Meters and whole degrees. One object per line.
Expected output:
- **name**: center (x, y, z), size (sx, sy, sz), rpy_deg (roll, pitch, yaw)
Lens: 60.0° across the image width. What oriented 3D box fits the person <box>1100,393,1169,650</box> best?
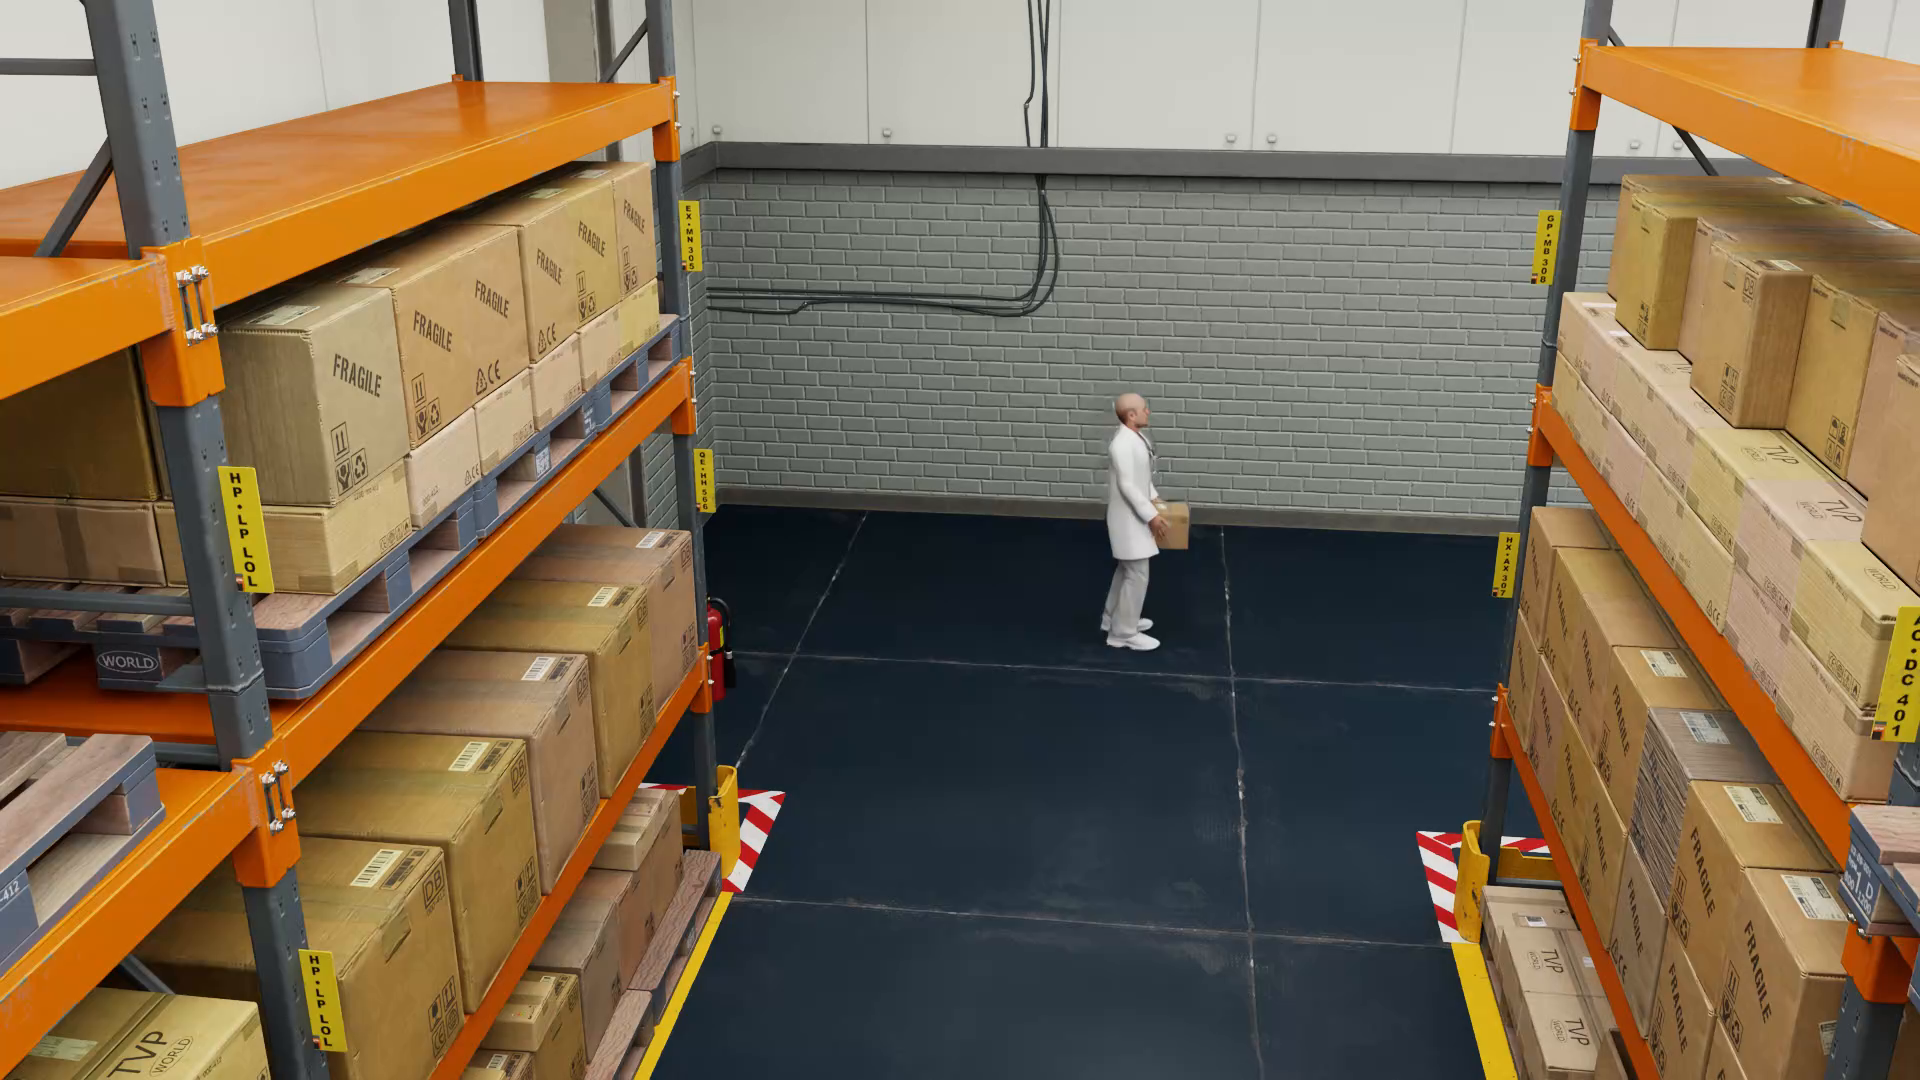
- **person**: center (1.220, -0.150, 11.498), size (0.452, 1.775, 0.620), rpy_deg (3, 21, 7)
